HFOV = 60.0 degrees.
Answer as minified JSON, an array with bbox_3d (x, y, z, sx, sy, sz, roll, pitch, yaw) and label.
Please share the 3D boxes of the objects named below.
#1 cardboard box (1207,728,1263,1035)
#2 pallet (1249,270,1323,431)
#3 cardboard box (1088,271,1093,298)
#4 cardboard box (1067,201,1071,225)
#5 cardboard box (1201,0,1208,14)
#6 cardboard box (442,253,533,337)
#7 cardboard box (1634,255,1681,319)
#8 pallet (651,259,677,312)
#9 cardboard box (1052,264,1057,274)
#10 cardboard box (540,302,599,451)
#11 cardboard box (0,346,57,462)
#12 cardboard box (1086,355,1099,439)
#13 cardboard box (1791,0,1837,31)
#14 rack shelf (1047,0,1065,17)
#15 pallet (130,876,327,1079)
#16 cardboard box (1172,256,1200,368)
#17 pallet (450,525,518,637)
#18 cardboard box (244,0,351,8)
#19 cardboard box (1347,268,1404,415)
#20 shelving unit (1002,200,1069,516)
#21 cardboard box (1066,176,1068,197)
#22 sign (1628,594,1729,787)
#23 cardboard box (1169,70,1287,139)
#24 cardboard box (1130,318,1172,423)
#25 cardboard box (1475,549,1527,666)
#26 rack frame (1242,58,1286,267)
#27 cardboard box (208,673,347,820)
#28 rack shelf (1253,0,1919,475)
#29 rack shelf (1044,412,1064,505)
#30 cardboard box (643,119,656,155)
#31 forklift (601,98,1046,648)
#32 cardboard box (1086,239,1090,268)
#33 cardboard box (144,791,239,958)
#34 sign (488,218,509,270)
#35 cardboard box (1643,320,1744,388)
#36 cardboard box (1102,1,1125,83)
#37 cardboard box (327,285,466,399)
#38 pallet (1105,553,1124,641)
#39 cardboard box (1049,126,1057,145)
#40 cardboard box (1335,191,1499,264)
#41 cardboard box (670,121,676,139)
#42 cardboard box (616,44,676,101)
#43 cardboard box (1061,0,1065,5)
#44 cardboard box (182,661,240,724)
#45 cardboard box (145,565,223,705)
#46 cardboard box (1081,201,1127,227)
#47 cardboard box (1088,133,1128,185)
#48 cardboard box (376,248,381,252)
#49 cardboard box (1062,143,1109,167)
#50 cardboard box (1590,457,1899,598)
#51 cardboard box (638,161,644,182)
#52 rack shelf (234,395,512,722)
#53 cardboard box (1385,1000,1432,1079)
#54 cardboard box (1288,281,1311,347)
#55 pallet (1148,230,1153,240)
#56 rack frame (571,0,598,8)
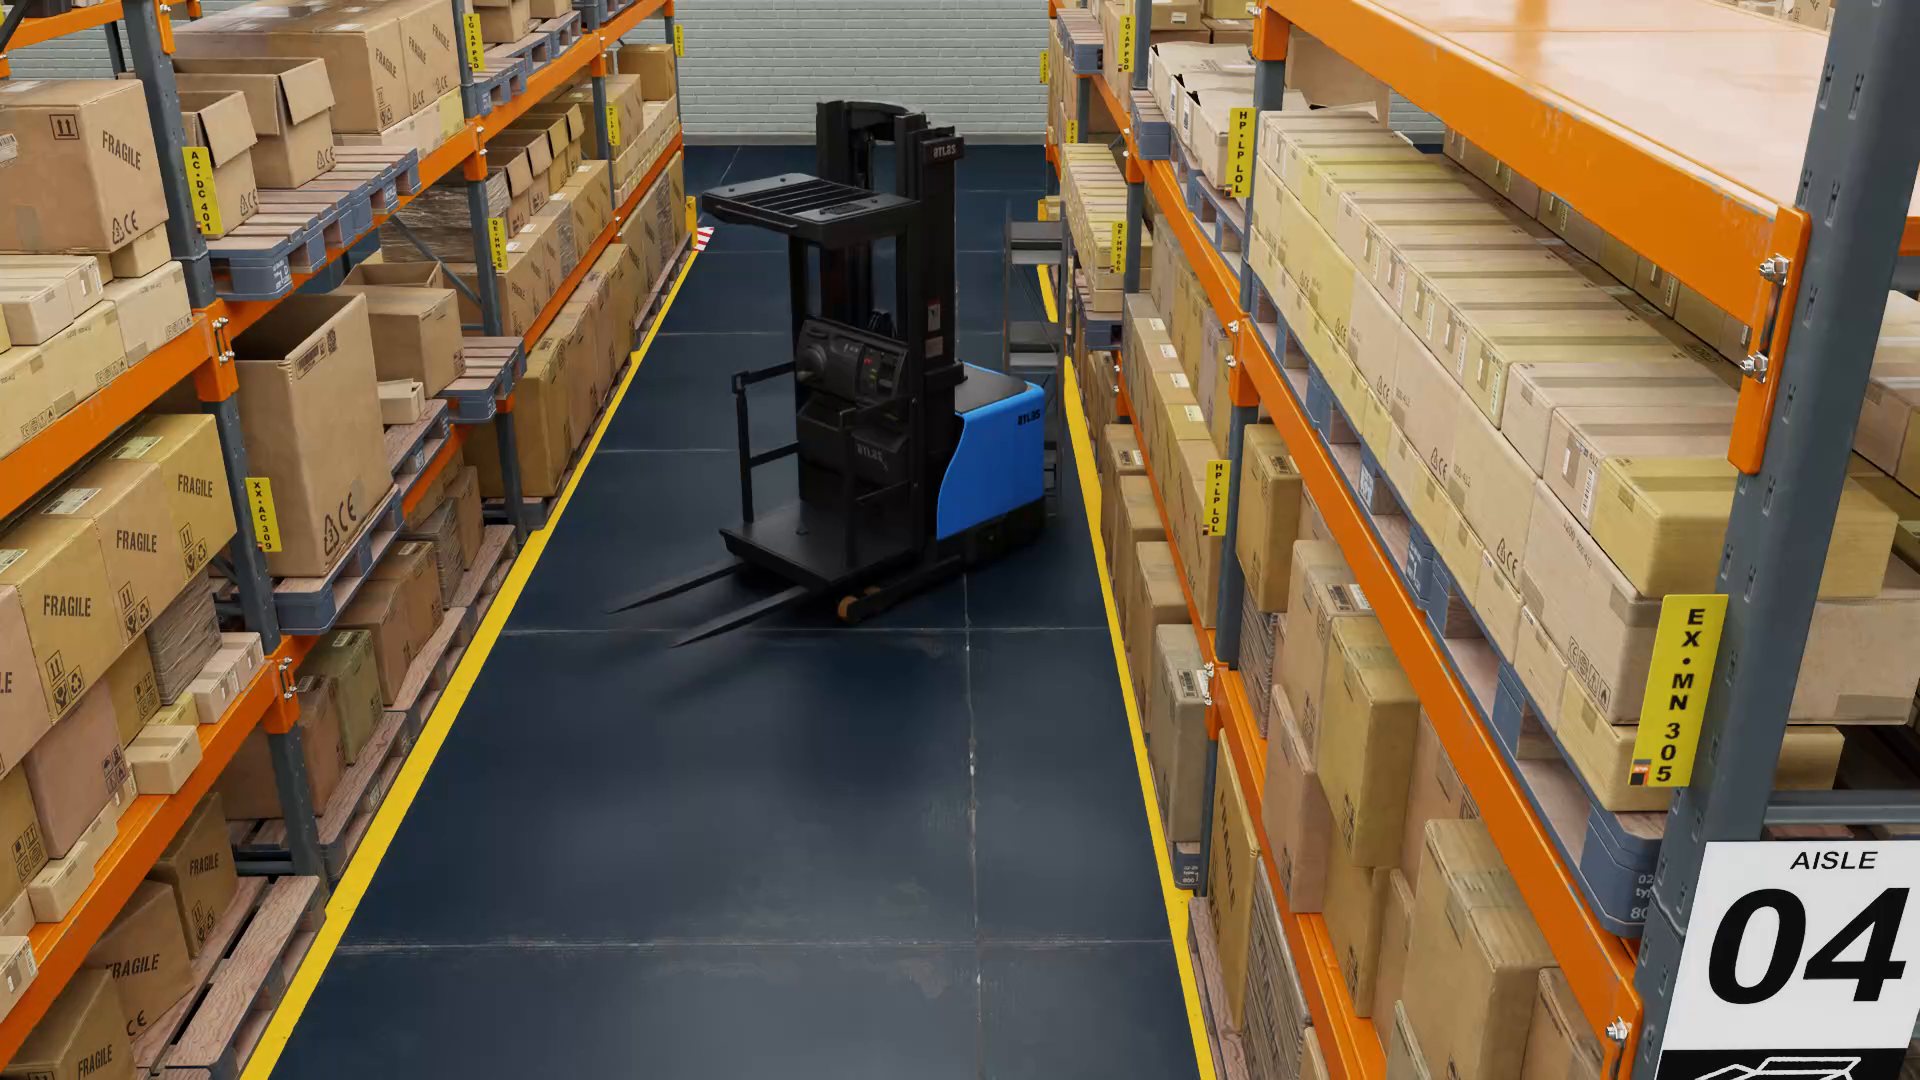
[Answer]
[{"bbox_3d":[1.511,1.354,6.685,0.875,0.875,0.875,0,24,0],"label":"cardboard box"},{"bbox_3d":[1.573,-0.671,5.562,1.003,0.211,1.213,0,24,-1],"label":"pallet"},{"bbox_3d":[1.065,-1.711,11.188,0.380,0.149,0.250,0,24,-1],"label":"cardboard box"},{"bbox_3d":[1.041,-2.570,13.089,0.380,0.149,0.250,0,24,0],"label":"cardboard box"},{"bbox_3d":[1.754,-3.577,10.828,0.396,0.266,0.258,0,24,-1],"label":"cardboard box"},{"bbox_3d":[-3.163,-1.597,11.019,0.500,0.500,0.500,0,24,1],"label":"cardboard box"},{"bbox_3d":[1.917,-0.655,4.124,0.380,0.149,0.250,0,24,0],"label":"cardboard box"},{"bbox_3d":[-3.420,-2.545,16.621,1.003,0.211,1.213,0,24,-1],"label":"pallet"},{"bbox_3d":[1.130,-2.779,16.704,0.380,0.149,0.250,-1,24,-3],"label":"cardboard box"},{"bbox_3d":[-3.419,-1.225,12.387,1.225,0.875,0.875,0,24,0],"label":"cardboard box"},{"bbox_3d":[-3.114,-0.388,5.010,0.500,0.250,0.500,0,24,-1],"label":"cardboard box"},{"bbox_3d":[1.238,-1.085,12.532,0.500,0.500,0.500,-1,24,-3],"label":"cardboard box"},{"bbox_3d":[6.170,-3.723,11.570,0.500,0.500,0.500,0,24,0],"label":"cardboard box"},{"bbox_3d":[1.465,-4.842,15.548,1.077,0.370,4.000,0,24,-1],"label":"rack shelf"},{"bbox_3d":[-3.344,1.846,6.913,1.003,0.211,1.213,0,24,-1],"label":"pallet"},{"bbox_3d":[1.540,-1.227,8.988,0.700,0.500,0.500,-1,24,-1],"label":"cardboard box"},{"bbox_3d":[-3.423,0.243,10.457,1.003,0.211,1.213,0,24,-1],"label":"pallet"},{"bbox_3d":[-3.682,-2.795,9.422,0.500,0.500,0.500,0,24,0],"label":"cardboard box"},{"bbox_3d":[1.319,-0.526,4.323,0.500,0.250,0.500,0,24,0],"label":"cardboard box"},{"bbox_3d":[0.504,-1.229,11.420,0.431,2.100,0.503,1,24,1],"label":"shelving unit"},{"bbox_3d":[1.039,-2.814,13.265,0.380,0.149,0.250,0,24,1],"label":"cardboard box"},{"bbox_3d":[1.075,0.229,2.486,0.100,0.325,0.005,0,24,-1],"label":"sign"},{"bbox_3d":[1.330,-2.176,8.259,0.500,0.311,0.500,-1,24,-1],"label":"cardboard box"},{"bbox_3d":[1.274,-0.980,9.656,0.500,0.500,0.500,0,24,-1],"label":"cardboard box"},{"bbox_3d":[1.270,0.132,3.352,0.380,0.149,0.250,0,24,0],"label":"cardboard box"},{"bbox_3d":[1.574,-2.416,5.671,1.000,3.000,0.127,0,24,-1],"label":"rack frame"},{"bbox_3d":[-3.372,0.984,7.934,0.700,0.500,0.500,-2,24,-5],"label":"cardboard box"},{"bbox_3d":[1.596,-1.081,4.079,1.077,0.370,4.000,0,24,-1],"label":"rack shelf"},{"bbox_3d":[0.504,-0.579,11.714,0.431,0.518,0.480,1,24,1],"label":"rack shelf"},{"bbox_3d":[-3.226,-3.882,16.013,0.500,0.250,0.500,0,24,0],"label":"cardboard box"},{"bbox_3d":[-0.818,-1.066,10.050,1.130,2.935,3.031,22,32,40],"label":"forklift"},{"bbox_3d":[1.060,-1.963,11.384,0.380,0.149,0.250,0,24,1],"label":"cardboard box"},{"bbox_3d":[-3.422,1.411,7.014,0.500,0.500,0.500,-1,24,-2],"label":"cardboard box"},{"bbox_3d":[-2.888,-1.848,10.386,0.100,0.325,0.005,0,24,-1],"label":"sign"},{"bbox_3d":[1.856,-0.322,3.872,0.500,0.250,0.500,0,24,-1],"label":"cardboard box"},{"bbox_3d":[1.250,-3.389,11.342,0.500,0.500,0.500,0,24,-1],"label":"cardboard box"},{"bbox_3d":[-3.278,-1.135,9.488,0.700,0.500,0.500,3,25,7],"label":"cardboard box"},{"bbox_3d":[1.464,0.265,10.407,1.003,0.211,1.213,0,24,-1],"label":"pallet"},{"bbox_3d":[1.113,-4.162,17.117,0.380,0.149,0.250,-1,24,-2],"label":"cardboard box"},{"bbox_3d":[1.254,-0.859,4.575,0.380,0.149,0.250,0,24,-1],"label":"cardboard box"},{"bbox_3d":[-3.180,-4.279,17.377,0.380,0.149,0.250,0,24,0],"label":"cardboard box"},{"bbox_3d":[-3.249,-4.856,17.257,0.500,0.500,0.500,0,24,0],"label":"cardboard box"},{"bbox_3d":[1.207,-5.097,15.422,0.500,0.250,0.500,0,24,-1],"label":"cardboard box"},{"bbox_3d":[-3.097,0.603,6.581,0.380,0.149,0.250,0,24,-1],"label":"cardboard box"},{"bbox_3d":[-3.443,0.303,6.457,0.875,0.500,0.500,0,24,-1],"label":"cardboard box"},{"bbox_3d":[1.060,-2.299,11.767,0.380,0.149,0.250,0,24,-1],"label":"cardboard box"},{"bbox_3d":[1.199,-3.358,14.552,0.500,0.500,0.500,0,24,0],"label":"cardboard box"},{"bbox_3d":[-3.683,-1.803,11.475,0.500,0.500,0.500,0,24,-1],"label":"cardboard box"},{"bbox_3d":[1.031,-3.162,13.675,0.380,0.149,0.250,1,24,2],"label":"cardboard box"},{"bbox_3d":[1.275,-0.024,2.729,0.380,0.149,0.250,0,24,0],"label":"cardboard box"},{"bbox_3d":[-3.158,-3.437,15.515,0.380,0.149,0.250,-1,24,-1],"label":"cardboard box"},{"bbox_3d":[-3.408,-0.198,8.920,1.077,0.370,4.000,0,24,-1],"label":"rack shelf"},{"bbox_3d":[1.541,1.519,4.070,0.875,0.550,0.550,0,24,-1],"label":"cardboard box"},{"bbox_3d":[1.247,-0.707,5.207,0.380,0.149,0.250,-1,24,-1],"label":"cardboard box"},{"bbox_3d":[1.468,-2.059,12.394,1.003,0.211,1.213,0,24,-1],"label":"pallet"},{"bbox_3d":[-3.474,-5.731,13.002,1.000,3.000,0.127,0,24,-1],"label":"rack frame"}]
